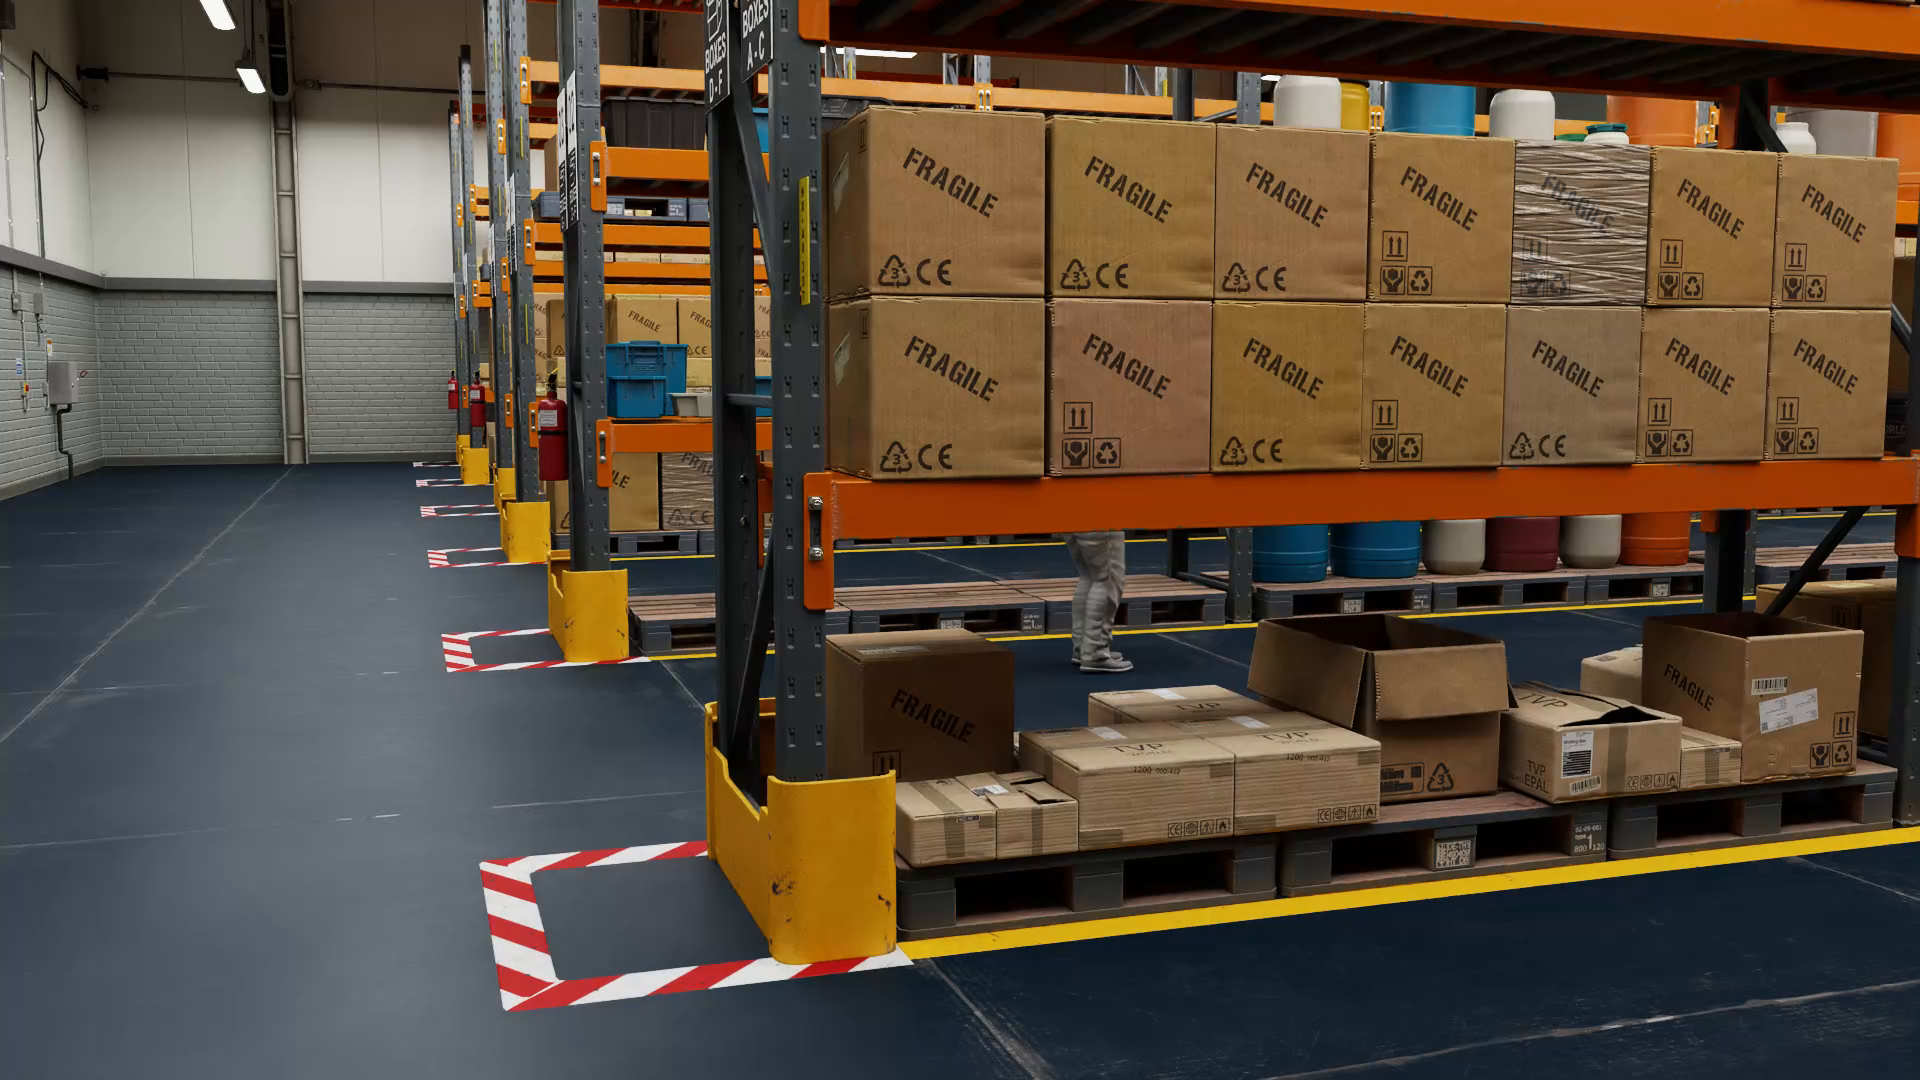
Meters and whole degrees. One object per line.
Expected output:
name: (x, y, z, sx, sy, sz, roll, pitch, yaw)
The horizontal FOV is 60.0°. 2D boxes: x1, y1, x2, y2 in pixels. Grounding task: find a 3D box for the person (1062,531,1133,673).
person: (0.766, -0.135, 8.917, 0.534, 1.653, 0.453, -2, 6, -18)
